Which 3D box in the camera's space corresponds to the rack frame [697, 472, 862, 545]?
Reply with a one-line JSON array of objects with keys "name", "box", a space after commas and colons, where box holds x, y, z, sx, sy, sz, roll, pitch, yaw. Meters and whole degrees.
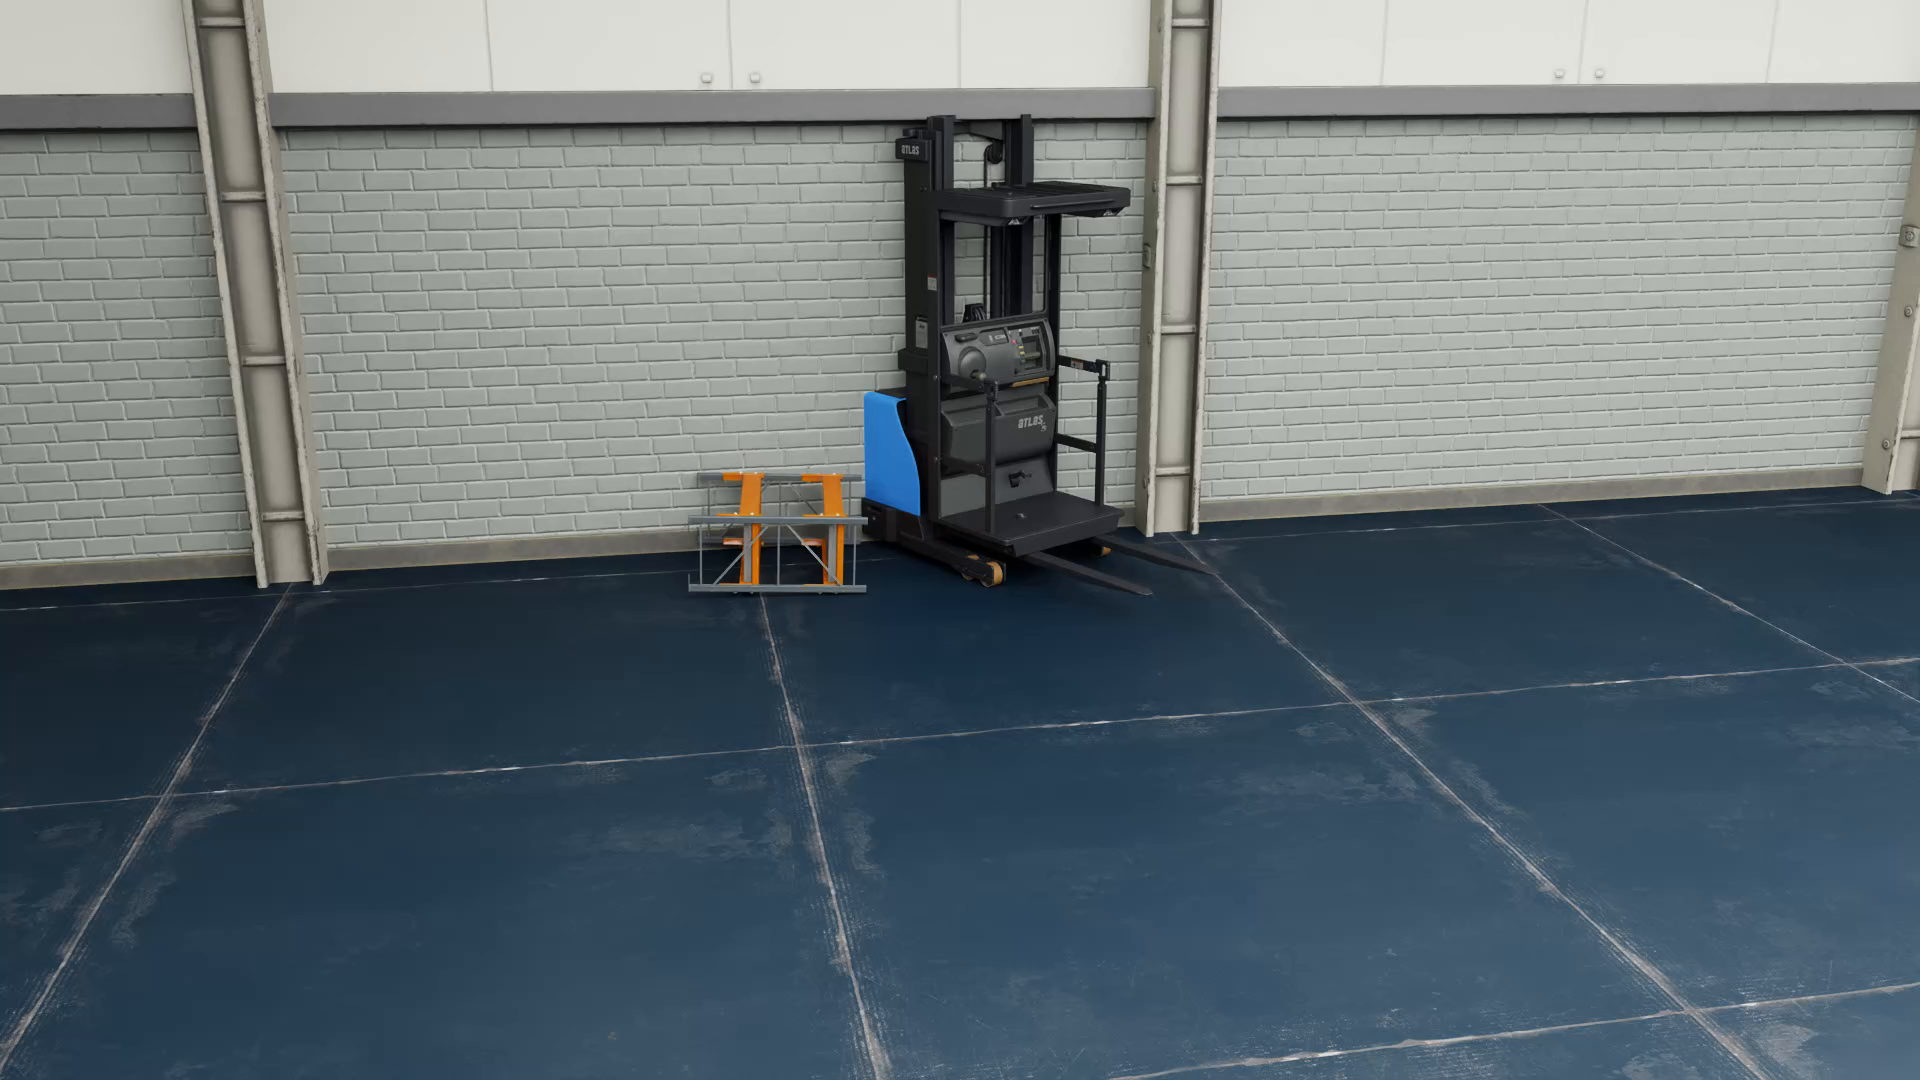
[{"name": "rack frame", "box": [-1.249, -0.215, 11.503, 1.125, 0.500, 0.032, 1, 17, -6]}]

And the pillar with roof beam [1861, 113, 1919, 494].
[{"name": "pillar with roof beam", "box": [8.203, -3.473, 7.794, 0.400, 9.000, 9.100, -3, 17, -10]}]

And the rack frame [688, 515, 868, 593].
[{"name": "rack frame", "box": [-1.153, 0.091, 10.538, 1.125, 0.500, 0.032, 1, 17, -6]}]

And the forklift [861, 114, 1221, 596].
[{"name": "forklift", "box": [0.401, -1.261, 10.926, 1.130, 2.935, 3.031, -14, 22, -38]}]

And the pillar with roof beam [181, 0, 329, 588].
[{"name": "pillar with roof beam", "box": [-3.579, -2.805, 5.618, 0.400, 9.000, 9.100, -3, 17, -10]}]

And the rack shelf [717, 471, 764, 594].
[{"name": "rack shelf", "box": [-1.444, -0.064, 10.995, 0.278, 0.538, 1.000, 1, 17, -6]}]

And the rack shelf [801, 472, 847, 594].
[{"name": "rack shelf", "box": [-0.910, -0.059, 11.050, 0.278, 0.538, 1.000, 1, 17, -6]}]

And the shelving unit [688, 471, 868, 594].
[{"name": "shelving unit", "box": [-1.201, -0.062, 11.020, 1.125, 0.538, 1.048, 1, 17, -6]}]

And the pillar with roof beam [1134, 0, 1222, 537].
[{"name": "pillar with roof beam", "box": [2.312, -3.139, 6.706, 0.400, 9.000, 9.100, -3, 17, -10]}]
